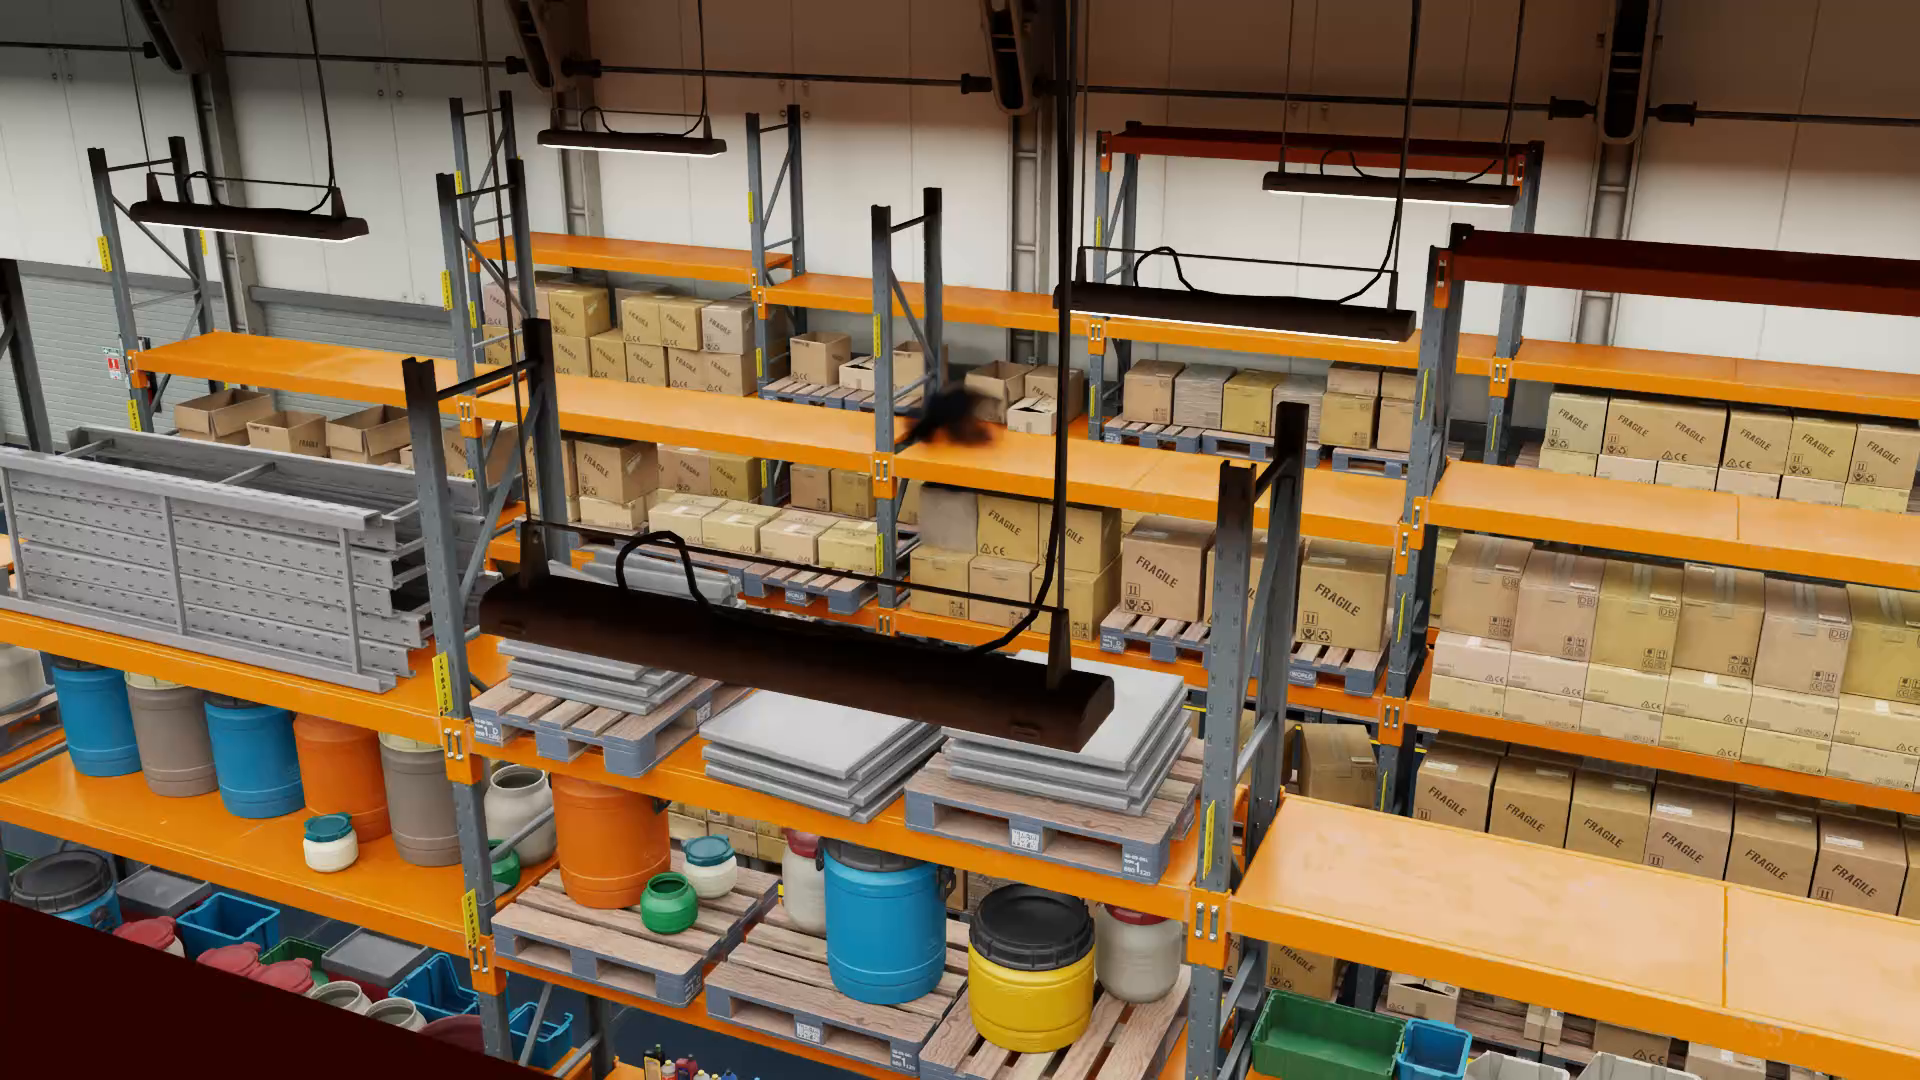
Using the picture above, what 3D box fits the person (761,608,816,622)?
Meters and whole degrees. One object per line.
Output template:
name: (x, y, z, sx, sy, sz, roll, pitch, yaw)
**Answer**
person: (-1.694, 1.052, 16.688, 0.791, 1.741, 0.592, 6, 21, 15)
